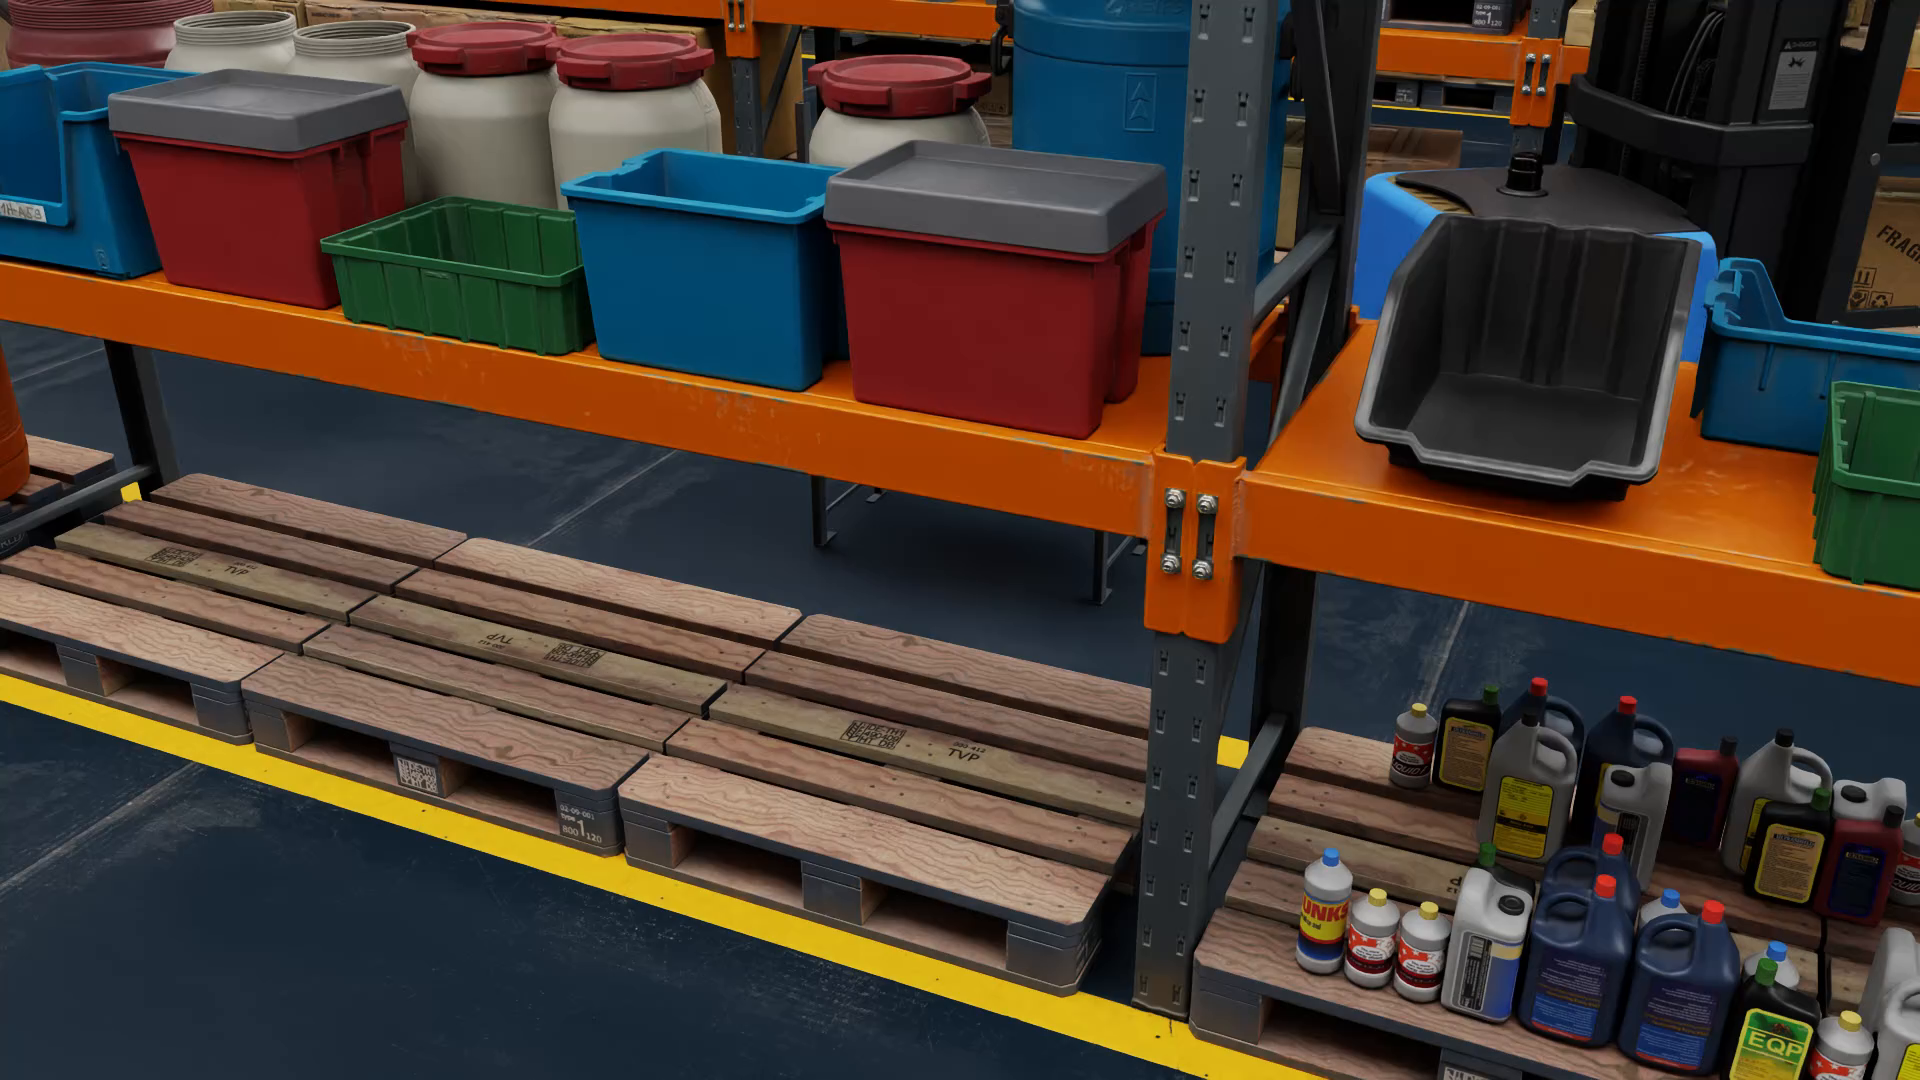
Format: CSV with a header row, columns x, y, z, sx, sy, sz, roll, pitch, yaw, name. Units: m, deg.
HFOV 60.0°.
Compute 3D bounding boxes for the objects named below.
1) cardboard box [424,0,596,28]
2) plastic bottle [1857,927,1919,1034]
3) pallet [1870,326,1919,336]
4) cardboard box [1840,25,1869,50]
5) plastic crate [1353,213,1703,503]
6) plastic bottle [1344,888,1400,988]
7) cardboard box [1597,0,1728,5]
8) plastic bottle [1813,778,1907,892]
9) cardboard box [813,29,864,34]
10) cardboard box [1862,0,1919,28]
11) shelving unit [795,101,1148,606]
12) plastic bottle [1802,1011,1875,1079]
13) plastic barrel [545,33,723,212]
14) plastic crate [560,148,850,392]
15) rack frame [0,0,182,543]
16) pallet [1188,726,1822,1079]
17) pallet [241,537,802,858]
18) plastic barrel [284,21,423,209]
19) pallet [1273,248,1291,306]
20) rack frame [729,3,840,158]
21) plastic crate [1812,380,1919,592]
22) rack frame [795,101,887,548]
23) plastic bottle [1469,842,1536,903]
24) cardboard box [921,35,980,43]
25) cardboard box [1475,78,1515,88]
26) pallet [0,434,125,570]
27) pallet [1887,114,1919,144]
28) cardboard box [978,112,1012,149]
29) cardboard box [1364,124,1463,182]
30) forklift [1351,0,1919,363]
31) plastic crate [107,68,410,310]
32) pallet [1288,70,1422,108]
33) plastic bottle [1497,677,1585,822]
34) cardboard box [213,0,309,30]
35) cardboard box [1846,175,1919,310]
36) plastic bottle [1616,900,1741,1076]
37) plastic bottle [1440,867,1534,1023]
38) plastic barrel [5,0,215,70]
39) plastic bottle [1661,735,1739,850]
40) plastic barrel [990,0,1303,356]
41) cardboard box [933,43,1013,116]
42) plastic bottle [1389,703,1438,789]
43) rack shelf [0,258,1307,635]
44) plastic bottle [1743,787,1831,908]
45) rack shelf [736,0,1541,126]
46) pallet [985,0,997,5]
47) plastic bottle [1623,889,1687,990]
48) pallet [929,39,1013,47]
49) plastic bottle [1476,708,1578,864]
x,y,z,sx,sy,sz,roll,pitch,yaw,name
-2.377,-2.767,9.905,0.875,0.875,1.225,11,28,22,cardboard box
1.802,0.879,3.155,0.135,0.276,0.152,11,28,22,plastic bottle
4.432,-0.918,7.376,1.213,0.211,1.003,11,28,22,pallet
3.666,-2.037,6.777,0.250,0.149,0.380,11,28,22,cardboard box
1.065,-0.334,3.103,0.504,0.338,0.767,11,28,22,plastic crate
0.843,0.803,3.394,0.097,0.201,0.097,0,26,0,plastic bottle
3.076,-2.571,7.127,0.500,0.500,0.875,11,28,22,cardboard box
1.962,0.643,3.633,0.135,0.276,0.152,12,29,23,plastic bottle
-0.918,-4.577,14.006,0.500,0.500,0.500,12,29,23,cardboard box
4.013,-2.415,6.809,0.500,0.500,0.875,11,28,22,cardboard box
0.078,-0.657,5.387,1.048,1.500,0.538,11,28,22,shelving unit
1.624,0.960,3.075,0.097,0.201,0.097,0,26,0,plastic bottle
-0.807,-0.967,4.164,0.433,0.535,0.433,0,26,0,plastic barrel
-0.492,-0.578,3.546,0.575,0.384,0.392,11,28,22,plastic crate
-3.000,-1.240,4.873,0.127,3.000,1.000,11,28,22,rack frame
1.236,0.882,3.720,1.213,0.211,1.003,11,28,22,pallet
-1.204,0.392,4.715,1.213,0.211,1.003,11,28,22,pallet
-1.591,-1.111,4.484,0.421,0.512,0.421,0,26,0,plastic barrel
1.982,-1.391,8.336,1.213,0.211,1.003,11,28,22,pallet
-0.950,-3.231,8.918,0.127,3.000,1.000,11,28,22,rack frame
1.760,-0.052,2.699,0.662,0.188,0.450,11,28,22,plastic crate
-0.385,-0.750,5.576,0.032,1.500,0.500,11,28,22,rack frame
1.099,0.752,3.403,0.133,0.283,0.061,11,28,22,plastic bottle
0.017,-4.386,13.617,0.500,0.500,0.500,13,29,24,cardboard box
4.234,-3.732,12.007,0.750,0.750,1.050,11,28,22,cardboard box
-3.735,-0.116,5.747,1.213,0.211,1.003,11,28,22,pallet
6.611,-2.832,11.263,1.213,0.211,1.003,11,28,22,pallet
0.179,-2.097,8.945,0.500,0.500,0.700,9,28,18,cardboard box
2.142,-1.697,8.133,0.500,0.500,0.700,9,28,18,cardboard box
3.006,-1.598,5.678,3.031,2.935,1.130,-5,27,-10,forklift
-1.655,-0.850,4.008,0.583,0.464,0.402,11,28,22,plastic crate
2.989,-3.558,12.738,1.213,0.211,1.003,11,28,22,pallet
1.347,0.484,3.871,0.185,0.351,0.144,11,28,20,plastic bottle
-4.000,-3.089,10.558,0.875,0.875,1.225,11,28,22,cardboard box
4.161,-1.294,7.337,0.500,0.500,0.500,9,28,17,cardboard box
1.376,0.831,3.166,0.185,0.351,0.144,10,28,20,plastic bottle
1.056,0.799,3.317,0.135,0.276,0.152,12,29,24,plastic bottle
-2.452,-1.338,4.918,0.708,0.536,0.600,11,28,22,plastic barrel
1.687,0.563,3.788,0.133,0.283,0.061,13,29,25,plastic bottle
0.415,-0.926,3.667,0.708,0.901,0.600,11,28,22,plastic barrel
0.160,-2.440,8.794,0.500,0.250,0.500,15,30,28,cardboard box
1.101,0.491,4.028,0.097,0.201,0.097,0,26,0,plastic bottle
-1.179,-0.552,4.289,4.000,0.370,1.077,11,28,22,rack shelf
1.797,0.655,3.602,0.133,0.283,0.061,11,28,22,plastic bottle
0.871,-2.543,8.334,4.000,0.370,1.077,11,28,22,rack shelf
0.869,-2.800,8.258,1.213,0.211,1.003,11,28,22,pallet
1.386,0.810,3.299,0.097,0.271,0.097,0,26,0,plastic bottle
0.485,-4.100,13.838,1.213,0.211,1.003,11,28,22,pallet
1.287,0.542,3.754,0.185,0.351,0.144,11,28,22,plastic bottle
